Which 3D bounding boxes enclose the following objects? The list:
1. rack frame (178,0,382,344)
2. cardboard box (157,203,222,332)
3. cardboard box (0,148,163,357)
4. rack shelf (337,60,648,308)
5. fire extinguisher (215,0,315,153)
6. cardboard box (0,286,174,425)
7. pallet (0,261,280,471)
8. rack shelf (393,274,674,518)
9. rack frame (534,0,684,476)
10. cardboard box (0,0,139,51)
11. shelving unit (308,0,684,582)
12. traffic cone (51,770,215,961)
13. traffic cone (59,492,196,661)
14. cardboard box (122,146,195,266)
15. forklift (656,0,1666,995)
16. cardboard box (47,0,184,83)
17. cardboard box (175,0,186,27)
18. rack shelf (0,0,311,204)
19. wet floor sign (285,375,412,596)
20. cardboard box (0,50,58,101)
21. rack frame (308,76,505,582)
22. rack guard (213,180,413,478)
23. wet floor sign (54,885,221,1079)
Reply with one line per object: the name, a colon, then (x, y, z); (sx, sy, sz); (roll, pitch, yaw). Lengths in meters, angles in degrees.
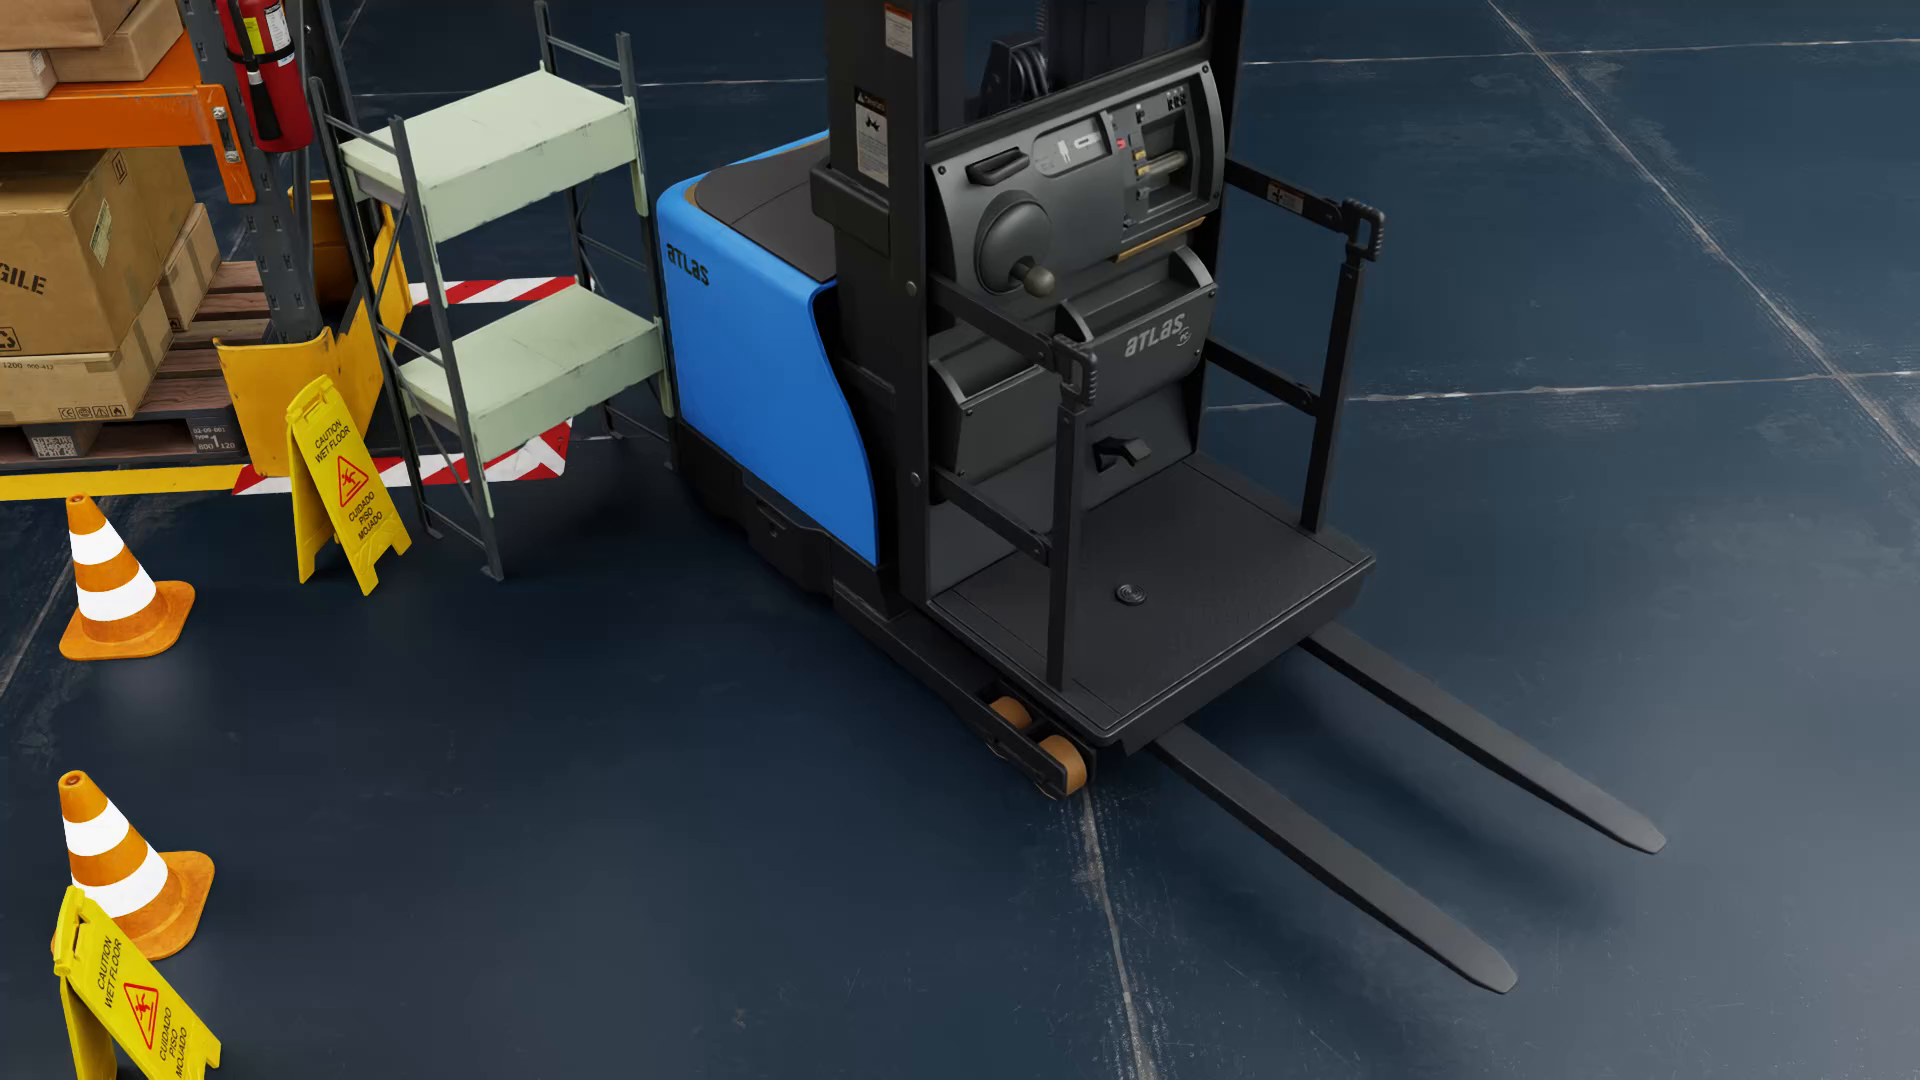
rack frame: (-2.155, -1.755, 5.052); (0.127, 3.000, 1.000); (-3, 38, -4)
cardboard box: (-2.983, -0.967, 5.934); (0.500, 0.250, 0.500); (-3, 38, -4)
cardboard box: (-2.930, -0.930, 5.282); (0.500, 0.500, 0.500); (-3, 38, -4)
rack shelf: (-1.314, -1.023, 4.705); (0.431, 0.370, 0.720); (28, 46, 31)
fire extinguisher: (-2.000, -1.446, 4.724); (0.183, 0.674, 0.296); (-3, 38, -4)
cardboard box: (-2.960, -0.629, 5.506); (0.500, 0.250, 0.500); (-3, 38, -4)
pallet: (-3.043, -0.633, 5.882); (1.213, 0.211, 1.003); (-3, 38, -4)
rack shelf: (-1.314, -0.460, 5.149); (0.431, 0.370, 0.720); (28, 46, 31)
rack frame: (-1.073, -0.887, 5.163); (0.400, 1.500, 0.023); (28, 46, 31)
cardboard box: (-2.671, -1.711, 4.676); (0.500, 0.500, 0.500); (-4, 38, -5)
shelving unit: (-1.314, -0.716, 4.947); (0.431, 1.500, 0.755); (28, 46, 31)
traffic cone: (-2.032, 0.727, 3.955); (0.334, 0.463, 0.336); (-3, 38, -4)
traffic cone: (-2.469, 0.061, 4.800); (0.334, 0.463, 0.336); (-3, 38, -4)
cardboard box: (-3.006, -1.259, 5.700); (0.500, 0.500, 0.500); (-4, 38, -5)
forklift: (0.448, -0.826, 3.931); (1.130, 2.935, 3.031); (-28, 46, -31)
cardboard box: (-2.508, -1.504, 4.937); (0.250, 0.149, 0.380); (-2, 38, -2)
cardboard box: (-2.512, -1.765, 5.269); (0.250, 0.149, 0.380); (-3, 38, -4)
rack shelf: (-4.147, -1.363, 5.136); (4.000, 0.370, 1.077); (-3, 38, -4)
wet floor sign: (-1.871, -0.181, 4.958); (0.232, 0.644, 0.267); (9, 39, 12)
cardboard box: (-2.751, -1.421, 4.833); (0.250, 0.149, 0.380); (-4, 38, -5)
rack frame: (-1.554, -0.545, 4.730); (0.400, 1.500, 0.023); (28, 46, 31)
rack guard: (-2.231, -0.769, 5.821); (0.348, 0.500, 1.175); (-3, 38, -4)
wet floor sign: (-1.762, 0.995, 3.468); (0.232, 0.644, 0.267); (-9, 39, -12)
